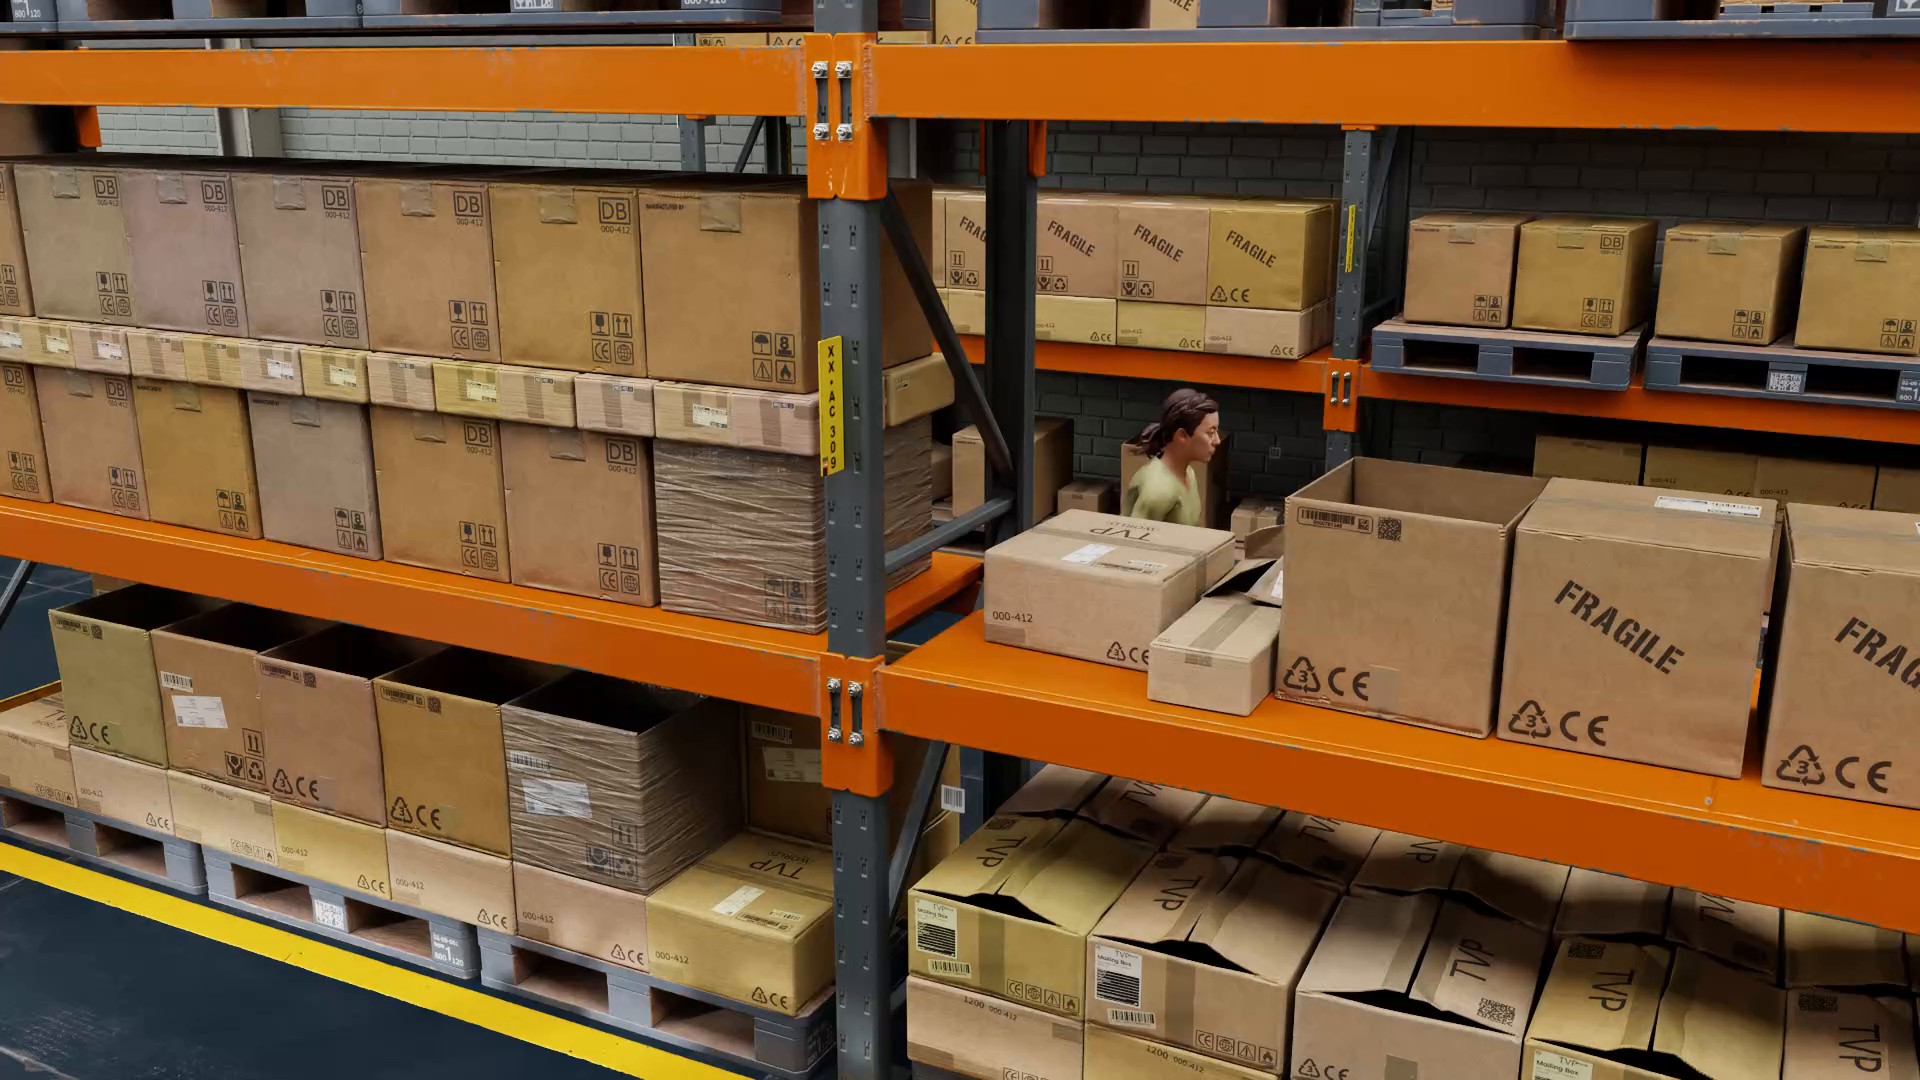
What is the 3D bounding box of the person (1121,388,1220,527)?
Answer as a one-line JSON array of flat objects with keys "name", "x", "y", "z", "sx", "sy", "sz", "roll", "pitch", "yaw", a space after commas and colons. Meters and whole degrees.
[{"name": "person", "x": 0.773, "y": 0.280, "z": 6.020, "sx": 0.416, "sy": 1.671, "sz": 0.510, "roll": 7, "pitch": 17, "yaw": 23}]
